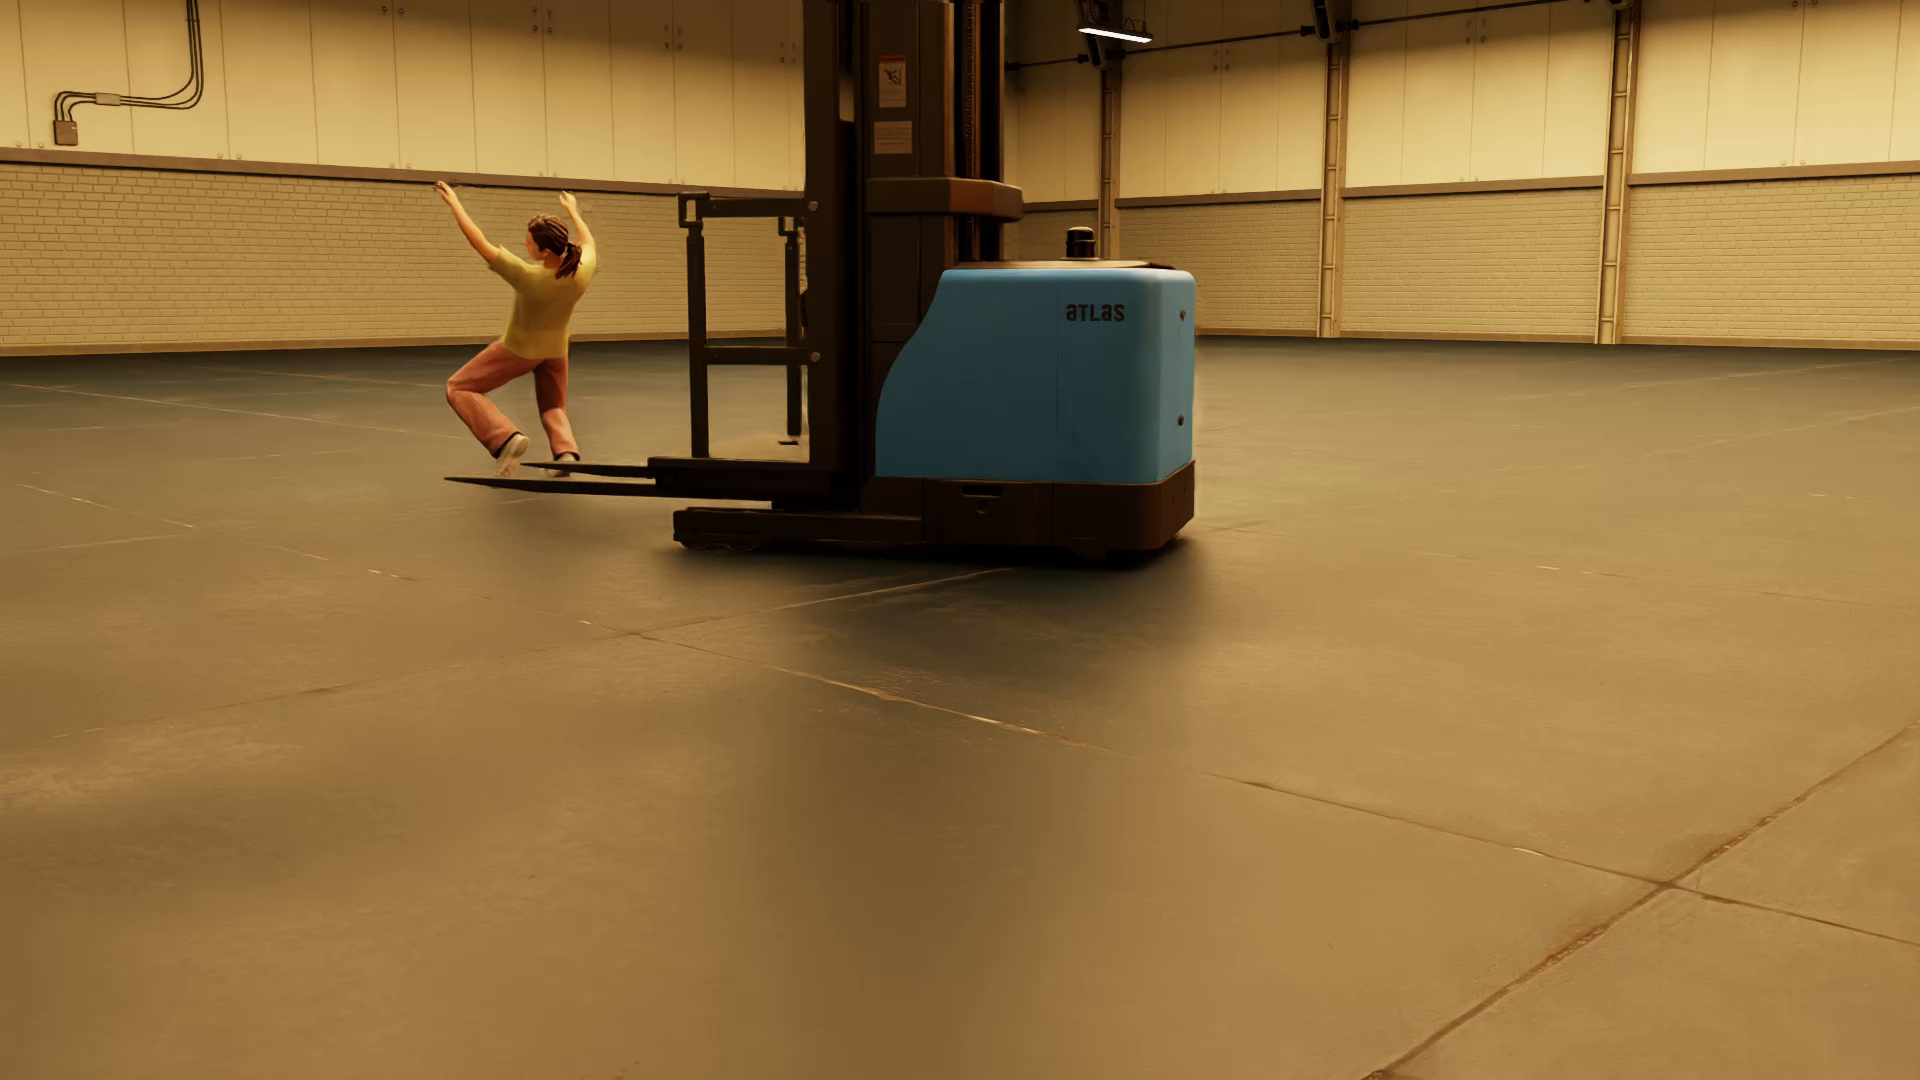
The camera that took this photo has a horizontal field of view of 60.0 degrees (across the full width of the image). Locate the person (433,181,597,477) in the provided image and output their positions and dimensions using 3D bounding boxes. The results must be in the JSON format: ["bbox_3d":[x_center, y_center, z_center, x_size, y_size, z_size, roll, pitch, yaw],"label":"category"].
[{"bbox_3d":[-2.227,-1.039,8.497,0.862,1.530,0.728,-8,12,-43],"label":"person"}]

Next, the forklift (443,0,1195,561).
[{"bbox_3d":[-0.611,-1.472,6.652,3.031,2.935,1.130,2,9,16],"label":"forklift"}]
